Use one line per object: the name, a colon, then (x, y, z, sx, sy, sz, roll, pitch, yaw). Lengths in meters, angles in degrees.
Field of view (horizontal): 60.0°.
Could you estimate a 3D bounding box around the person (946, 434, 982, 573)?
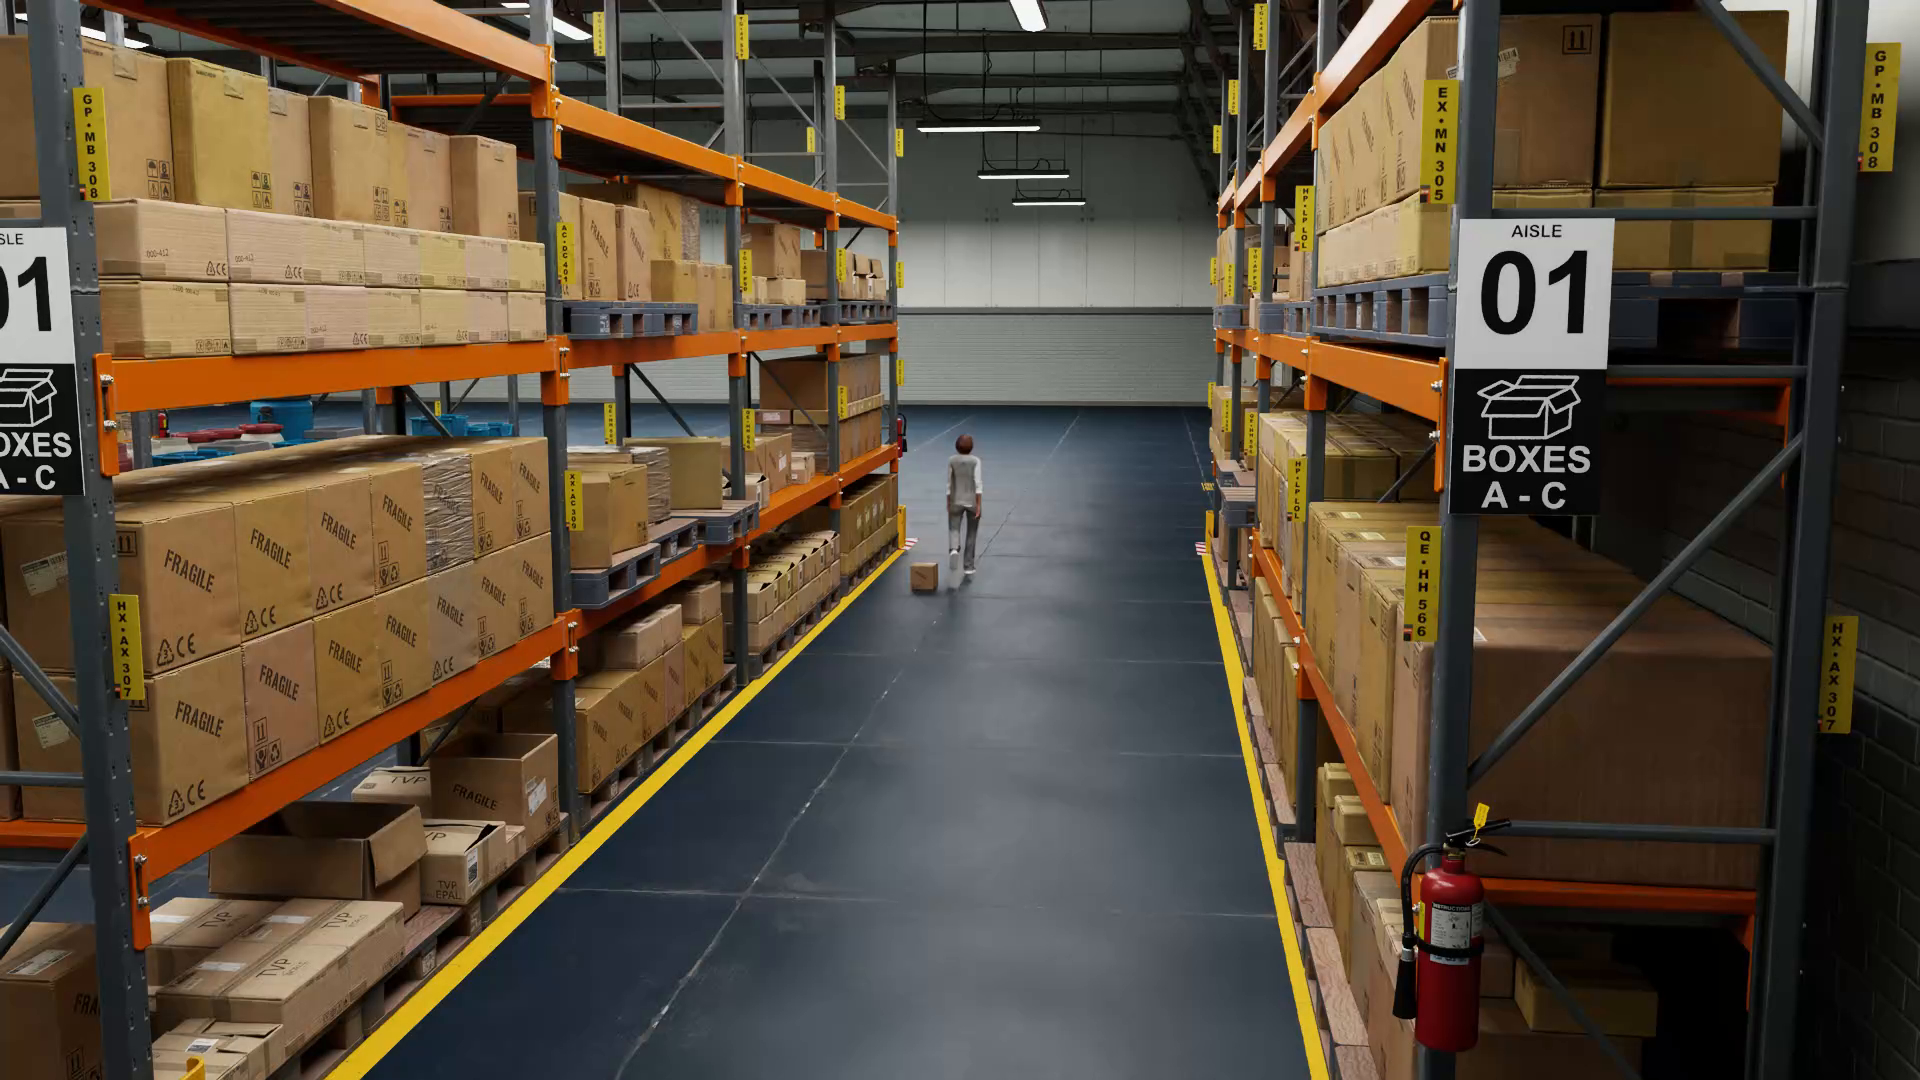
person: (0.040, -0.389, 18.509, 0.419, 1.581, 0.624, 1, 8, 6)
